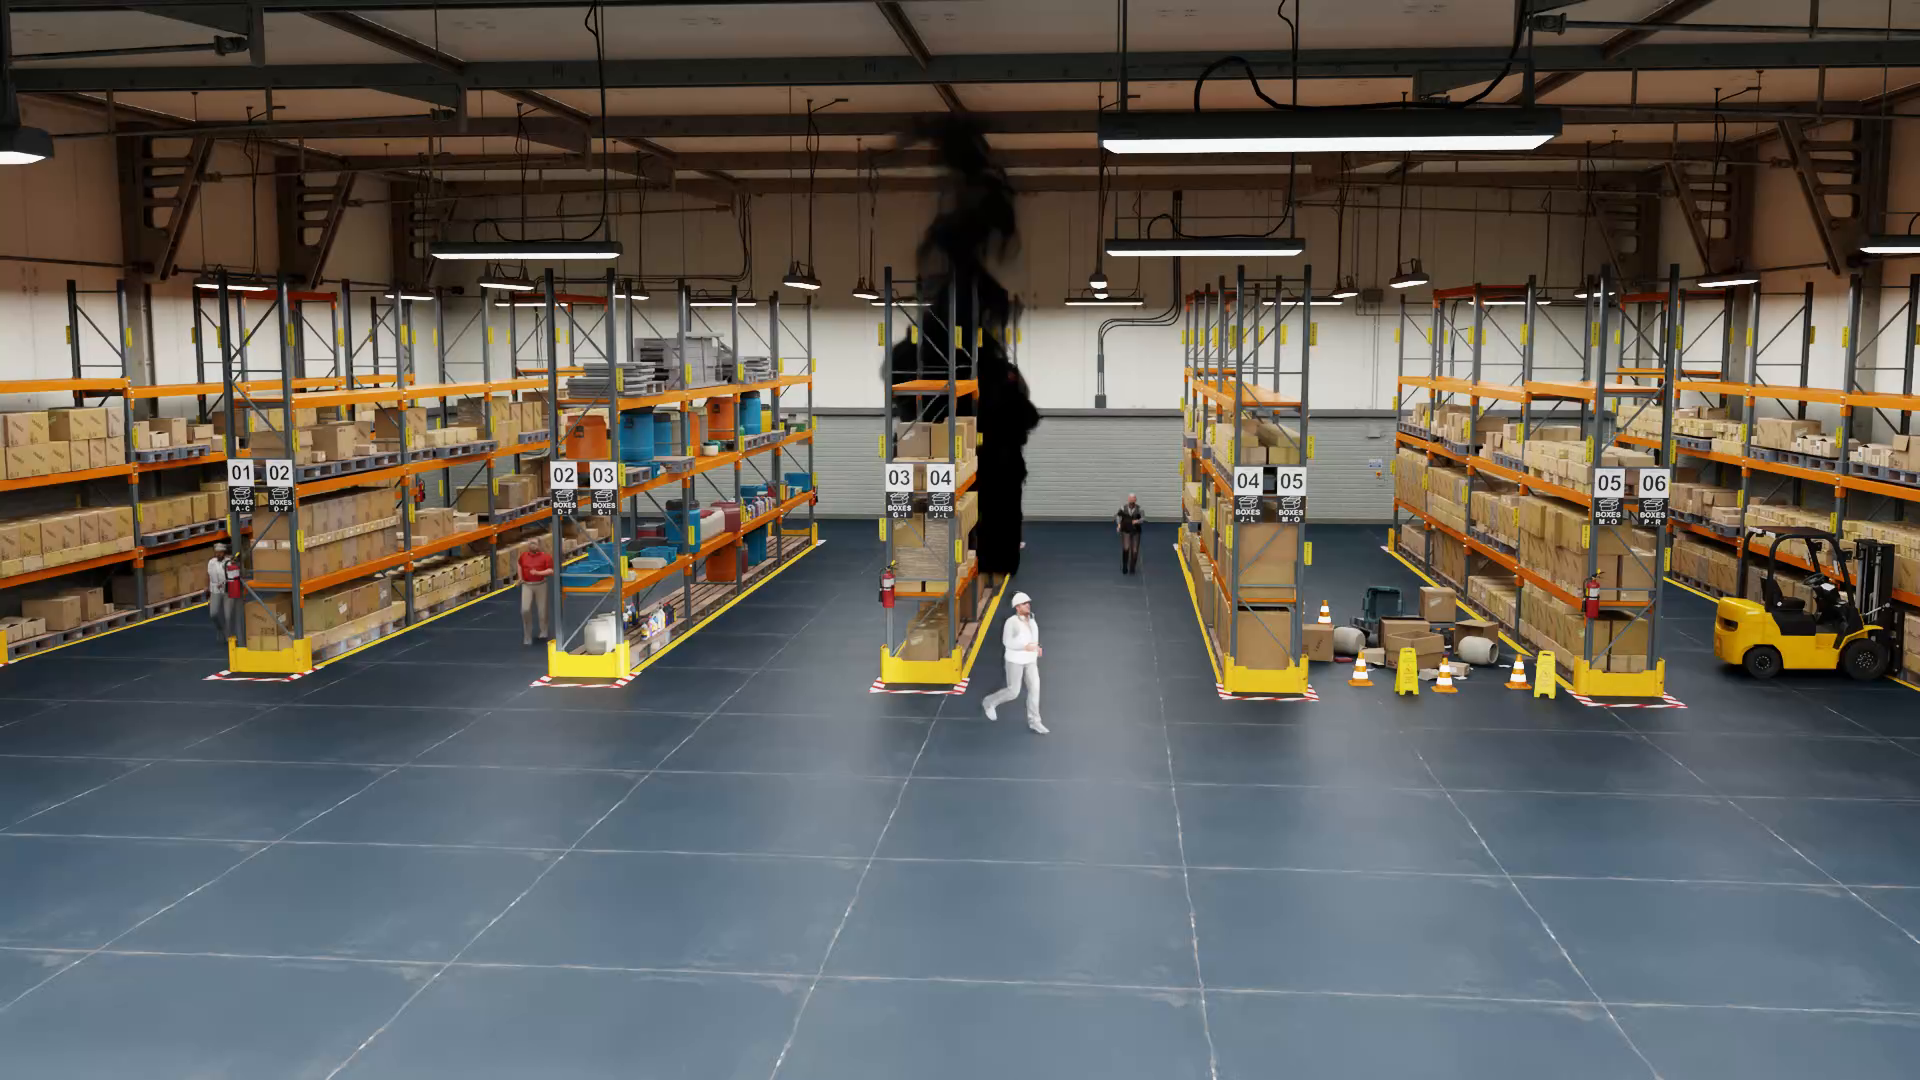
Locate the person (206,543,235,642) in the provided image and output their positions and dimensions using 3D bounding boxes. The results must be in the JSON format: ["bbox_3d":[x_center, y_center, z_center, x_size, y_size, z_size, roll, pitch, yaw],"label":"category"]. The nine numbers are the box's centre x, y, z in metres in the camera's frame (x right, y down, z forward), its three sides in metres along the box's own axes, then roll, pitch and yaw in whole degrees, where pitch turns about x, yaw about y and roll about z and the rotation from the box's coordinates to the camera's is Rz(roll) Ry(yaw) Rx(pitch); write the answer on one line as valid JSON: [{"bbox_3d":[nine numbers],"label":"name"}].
[{"bbox_3d":[-12.117,0.865,27.271,0.543,1.638,0.723,-1,7,-8],"label":"person"}]

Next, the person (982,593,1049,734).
[{"bbox_3d":[0.750,1.548,21.294,0.952,1.780,0.669,7,10,43],"label":"person"}]

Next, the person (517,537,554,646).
[{"bbox_3d":[-6.987,0.846,27.340,0.631,1.798,0.754,-1,7,-4],"label":"person"}]

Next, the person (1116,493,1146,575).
[{"bbox_3d":[3.618,-0.123,35.239,0.630,1.724,0.703,0,7,3],"label":"person"}]
